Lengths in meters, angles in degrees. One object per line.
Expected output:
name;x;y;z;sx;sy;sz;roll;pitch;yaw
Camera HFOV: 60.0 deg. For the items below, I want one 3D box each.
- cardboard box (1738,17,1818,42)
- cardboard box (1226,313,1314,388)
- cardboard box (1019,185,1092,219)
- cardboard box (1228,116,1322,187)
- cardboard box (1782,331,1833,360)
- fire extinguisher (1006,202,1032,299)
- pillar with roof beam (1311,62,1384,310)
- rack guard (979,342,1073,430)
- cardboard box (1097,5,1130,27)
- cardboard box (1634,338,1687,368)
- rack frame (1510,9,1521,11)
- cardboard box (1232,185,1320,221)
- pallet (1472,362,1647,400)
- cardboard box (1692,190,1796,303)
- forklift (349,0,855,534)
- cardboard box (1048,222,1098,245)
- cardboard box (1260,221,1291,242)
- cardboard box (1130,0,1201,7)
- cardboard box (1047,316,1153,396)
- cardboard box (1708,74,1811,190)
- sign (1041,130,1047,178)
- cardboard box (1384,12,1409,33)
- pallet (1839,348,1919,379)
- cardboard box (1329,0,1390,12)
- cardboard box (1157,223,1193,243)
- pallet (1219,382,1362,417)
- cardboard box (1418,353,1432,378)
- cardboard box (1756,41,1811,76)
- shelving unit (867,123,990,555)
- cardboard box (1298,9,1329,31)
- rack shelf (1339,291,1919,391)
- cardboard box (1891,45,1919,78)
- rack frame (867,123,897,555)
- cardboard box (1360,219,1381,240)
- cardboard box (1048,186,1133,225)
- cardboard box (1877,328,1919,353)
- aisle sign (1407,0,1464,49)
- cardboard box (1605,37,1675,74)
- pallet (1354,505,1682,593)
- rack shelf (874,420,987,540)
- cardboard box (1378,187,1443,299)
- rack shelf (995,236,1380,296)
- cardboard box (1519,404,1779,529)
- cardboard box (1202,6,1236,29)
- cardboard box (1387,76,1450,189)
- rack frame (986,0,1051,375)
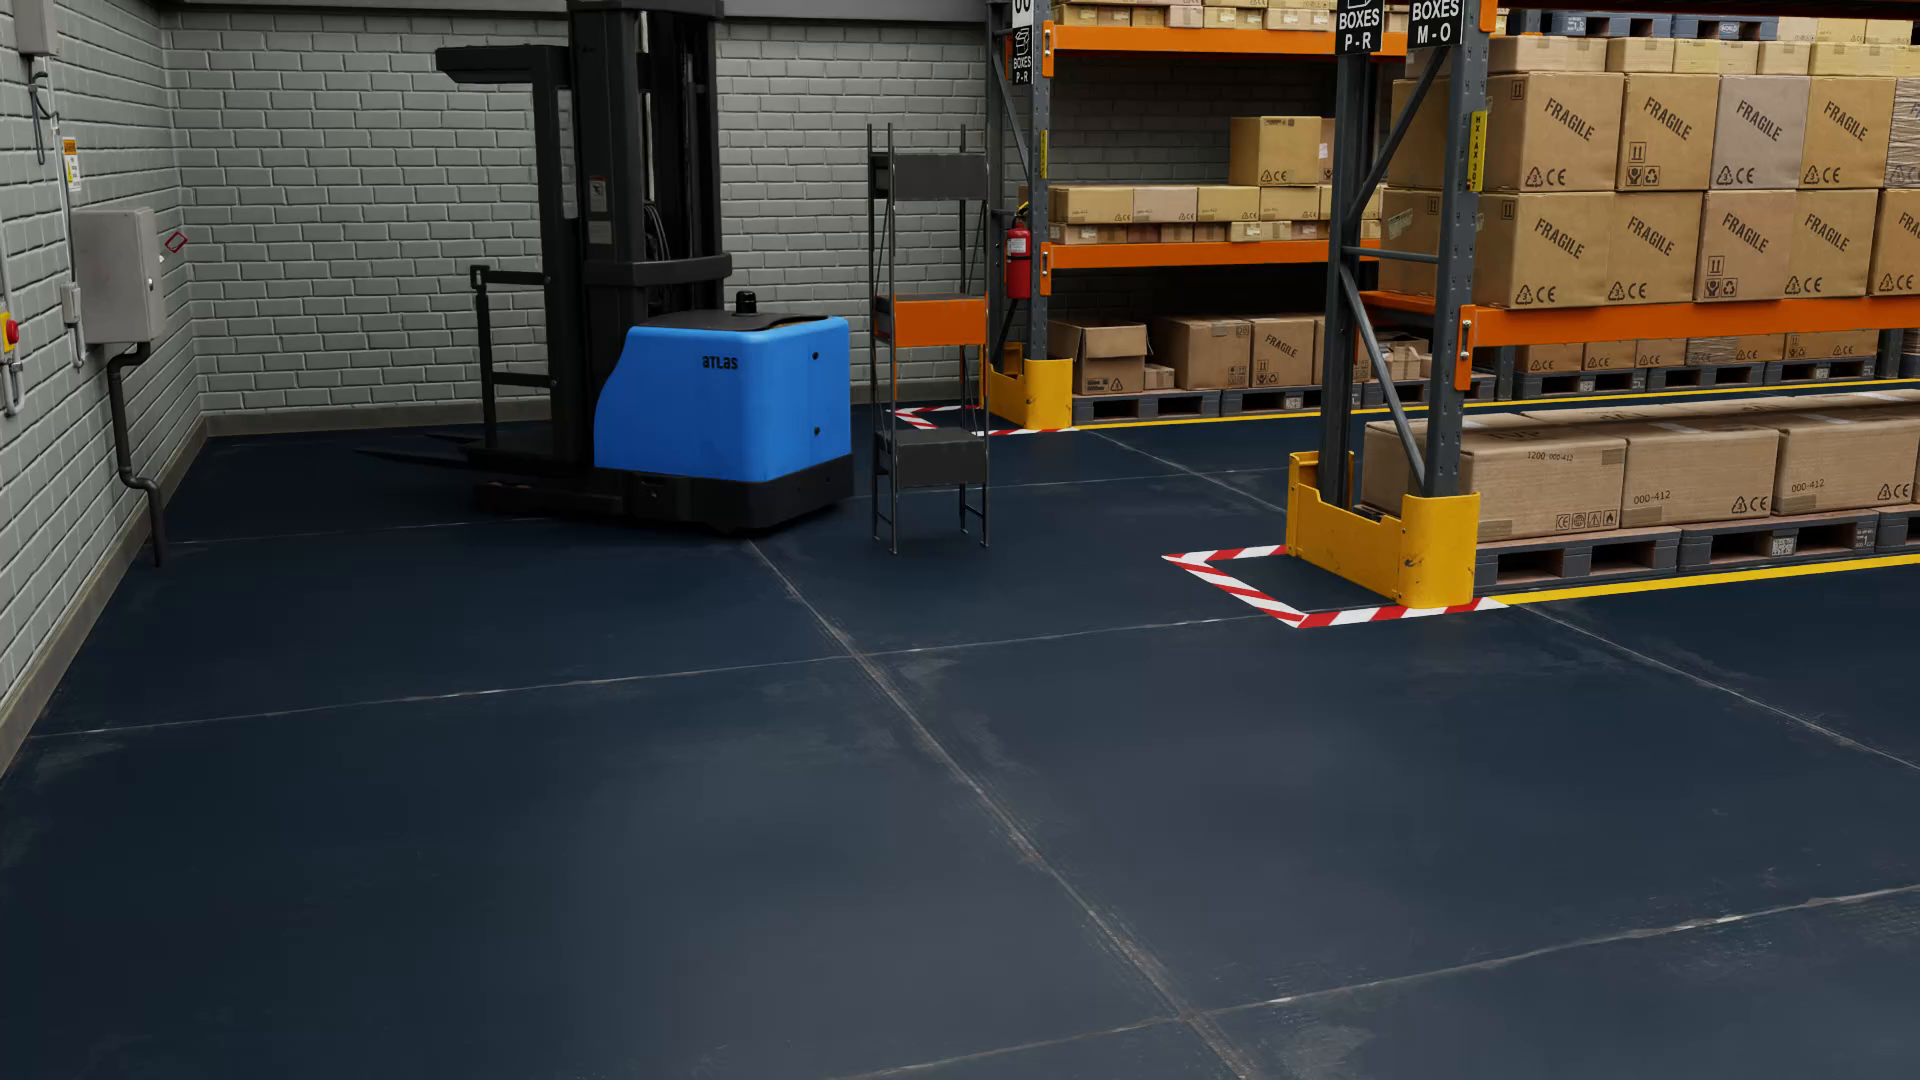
cardboard box;6.630;-4.191;13.622;0.500;0.250;0.500;-4;14;-18
cardboard box;2.373;-1.464;12.809;0.500;0.500;0.500;-4;14;-17
cardboard box;0.759;-2.544;12.535;0.500;0.250;0.500;-4;14;-16
cardboard box;2.345;-2.901;12.419;0.500;0.500;0.500;-4;14;-17
cardboard box;7.180;-1.845;14.413;0.500;0.500;0.500;-5;14;-19
fire extinguisher;0.415;-2.048;11.745;0.183;0.674;0.296;-4;14;-18
pillar with roof beam;4.624;-4.796;9.358;0.400;9.000;9.100;-4;14;-18
rack guard;0.479;-1.169;12.478;0.348;0.500;1.175;-4;14;-18
cardboard box;1.024;-3.714;11.837;0.250;0.149;0.380;-4;14;-17
cardboard box;5.704;-1.727;13.915;0.500;0.500;0.500;-5;14;-20
rack frame;4.198;-5.593;12.712;0.127;3.000;1.000;-4;14;-18
cardboard box;2.358;-2.544;12.536;0.500;0.250;0.500;-5;14;-20
pallet;4.957;-1.387;14.016;1.213;0.211;1.003;-4;14;-18
cardboard box;3.499;-1.389;7.786;0.500;0.500;0.500;-5;14;-18
forklift;-2.154;-1.669;9.327;3.031;2.935;1.130;6;15;25
cardboard box;0.806;-2.222;12.043;0.250;0.149;0.380;-5;14;-18
cardboard box;2.286;-2.330;12.497;0.250;0.149;0.380;-4;14;-17
cardboard box;1.390;-3.926;11.863;0.500;0.250;0.500;-4;14;-17
cardboard box;1.017;-1.394;12.508;0.637;0.503;0.797;-5;14;-20
cardboard box;3.512;-1.879;7.682;0.500;0.500;0.500;-5;14;-18
sign;0.580;-2.682;11.565;0.005;0.325;0.100;-4;14;-18
cardboard box;3.227;-3.868;12.484;0.250;0.149;0.380;-5;14;-18
pallet;8.782;-1.666;15.189;1.213;0.211;1.003;-4;14;-18
cardboard box;2.842;-4.039;12.342;0.500;0.250;0.500;-4;14;-17
cardboard box;1.530;-2.283;12.300;0.250;0.149;0.380;-4;14;-16
pallet;2.389;-1.177;13.134;1.213;0.211;1.003;-4;14;-18
cardboard box;3.764;-1.387;13.244;0.250;0.149;0.380;-5;14;-20
cardboard box;3.653;-2.200;7.631;0.250;0.149;0.380;-4;14;-18
shelving unit;-0.157;-1.009;8.348;0.503;2.100;0.431;-4;14;-18
cardboard box;2.502;-3.801;12.199;0.250;0.149;0.380;-4;14;-17
rack shelf;3.889;-1.089;8.293;4.000;0.370;1.077;-4;14;-18
cardboard box;4.363;-2.264;7.901;0.250;0.149;0.380;-5;14;-19
rack frame;-0.388;-0.991;8.273;0.015;2.100;0.400;-4;14;-18
cardboard box;3.008;-2.387;12.738;0.250;0.149;0.380;-5;14;-19
cardboard box;0.923;-2.426;12.040;0.500;0.250;0.500;-4;14;-18
cardboard box;8.585;-2.062;15.054;0.625;0.625;0.875;-4;14;-16
aisle sign;2.018;-2.487;6.999;0.004;0.787;0.394;-4;14;-18
cardboard box;2.927;-2.136;7.364;0.250;0.149;0.380;-4;14;-16
pallet;2.727;-0.011;8.232;1.213;0.211;1.003;-4;14;-18
rack shelf;-0.157;-0.315;8.514;0.480;0.518;0.431;-4;14;-18
cardboard box;2.367;-1.434;7.972;0.500;0.500;0.500;-4;14;-18
rack shelf;2.303;-2.177;12.869;4.000;0.370;1.077;-4;14;-18
cardboard box;3.452;-0.389;8.426;0.875;0.438;0.875;-4;14;-17
cardboard box;1.787;-3.746;11.971;0.250;0.149;0.380;-4;14;-18
cardboard box;2.375;-1.914;7.831;0.500;0.500;0.500;-4;14;-16
rack frame;0.407;-2.380;12.165;0.127;3.000;1.000;-4;14;-18
